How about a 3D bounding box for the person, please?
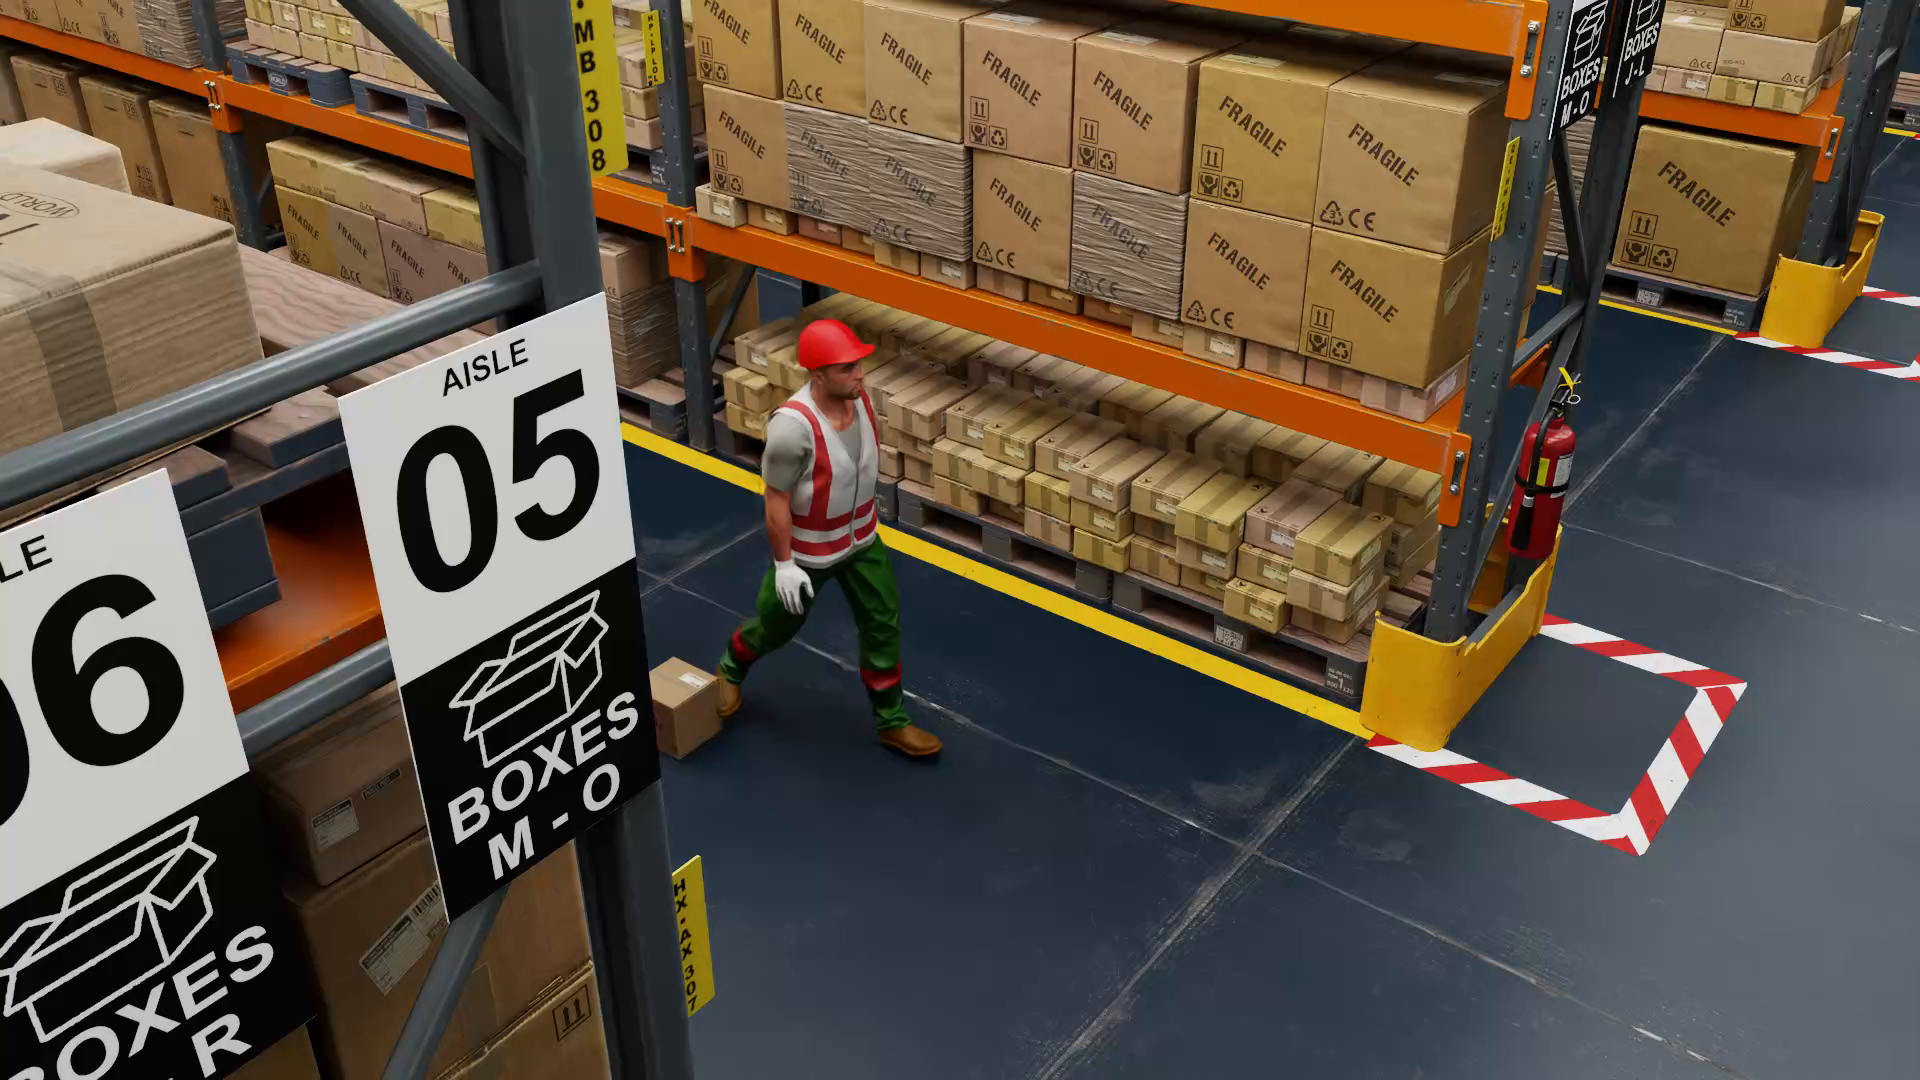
[{"bbox_3d":[-0.545,-0.001,6.112,0.950,1.774,0.581,26,40,37],"label":"person"}]
